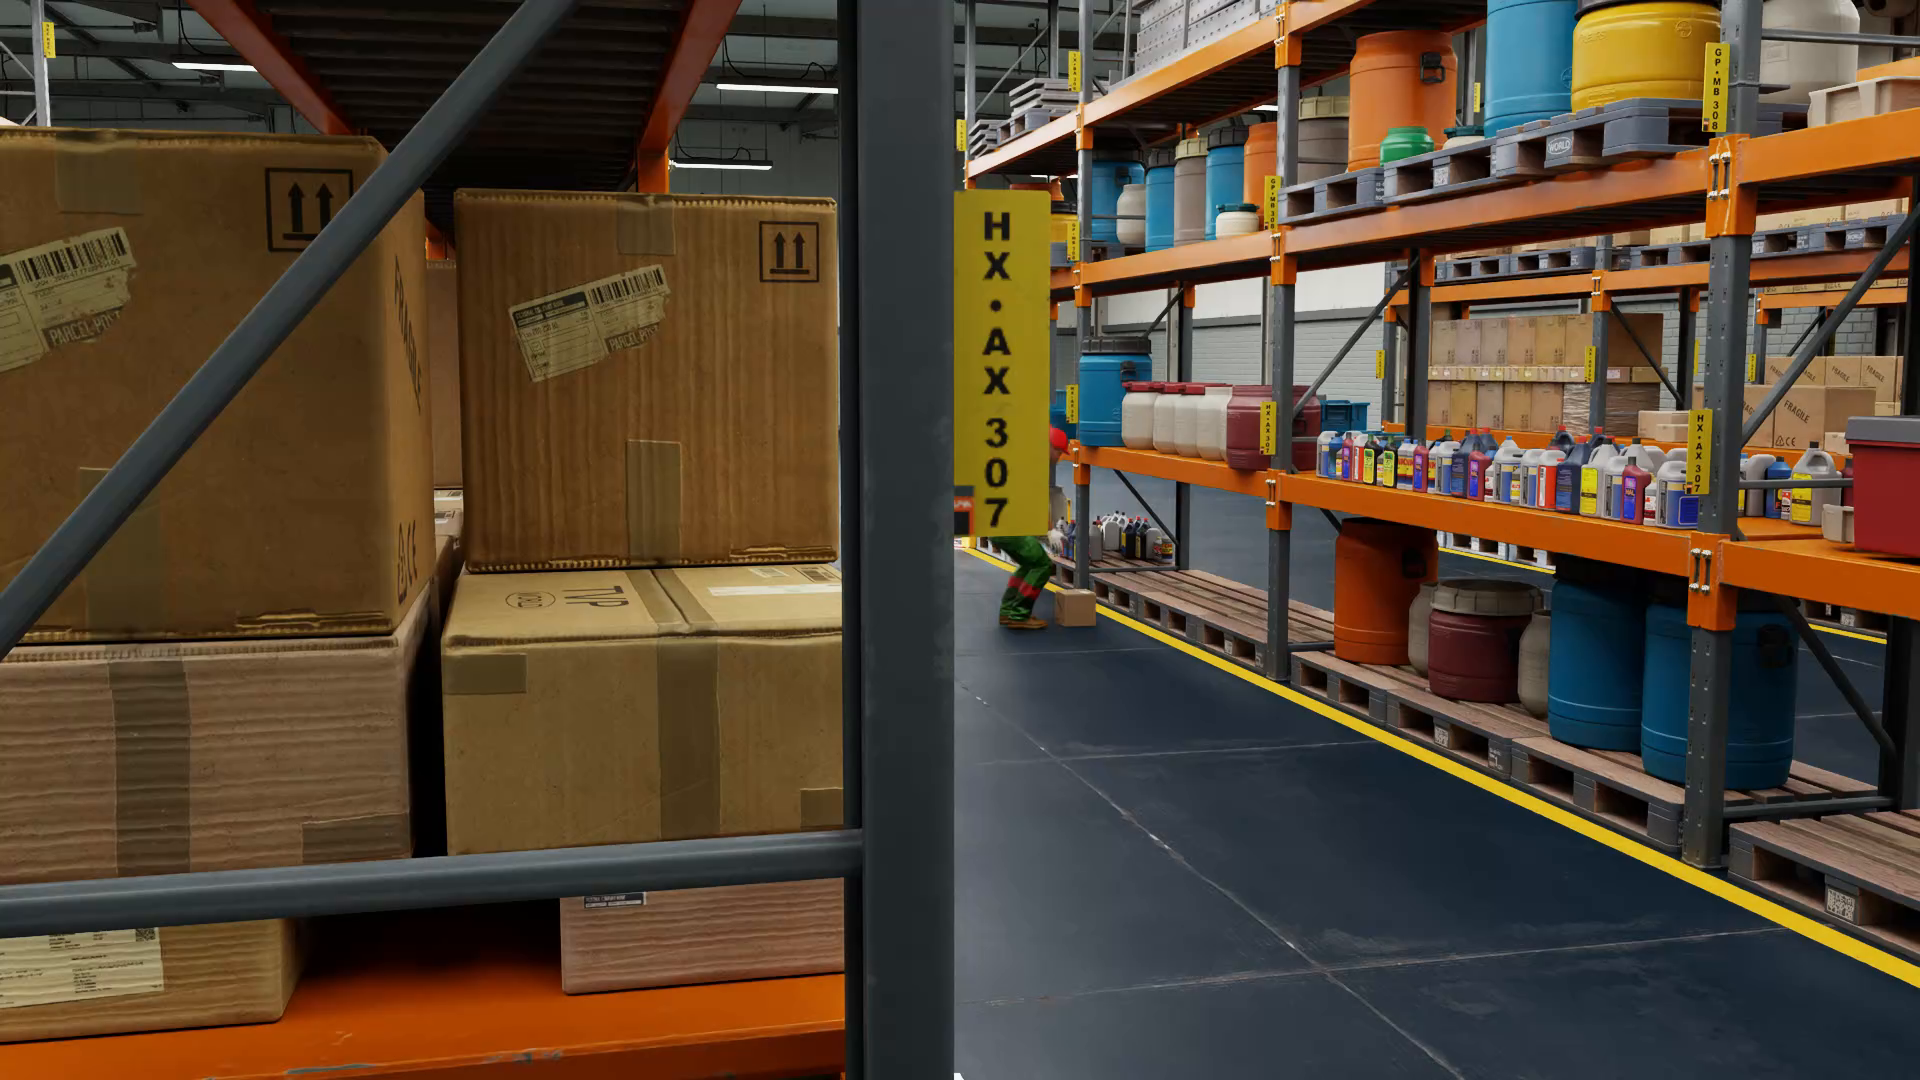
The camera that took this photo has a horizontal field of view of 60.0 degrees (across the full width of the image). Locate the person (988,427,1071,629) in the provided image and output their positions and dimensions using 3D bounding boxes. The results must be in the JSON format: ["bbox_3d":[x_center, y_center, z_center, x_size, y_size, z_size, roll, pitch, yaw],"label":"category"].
[{"bbox_3d":[0.494,-0.097,12.574,0.711,1.500,0.581,-1,6,-13],"label":"person"}]
